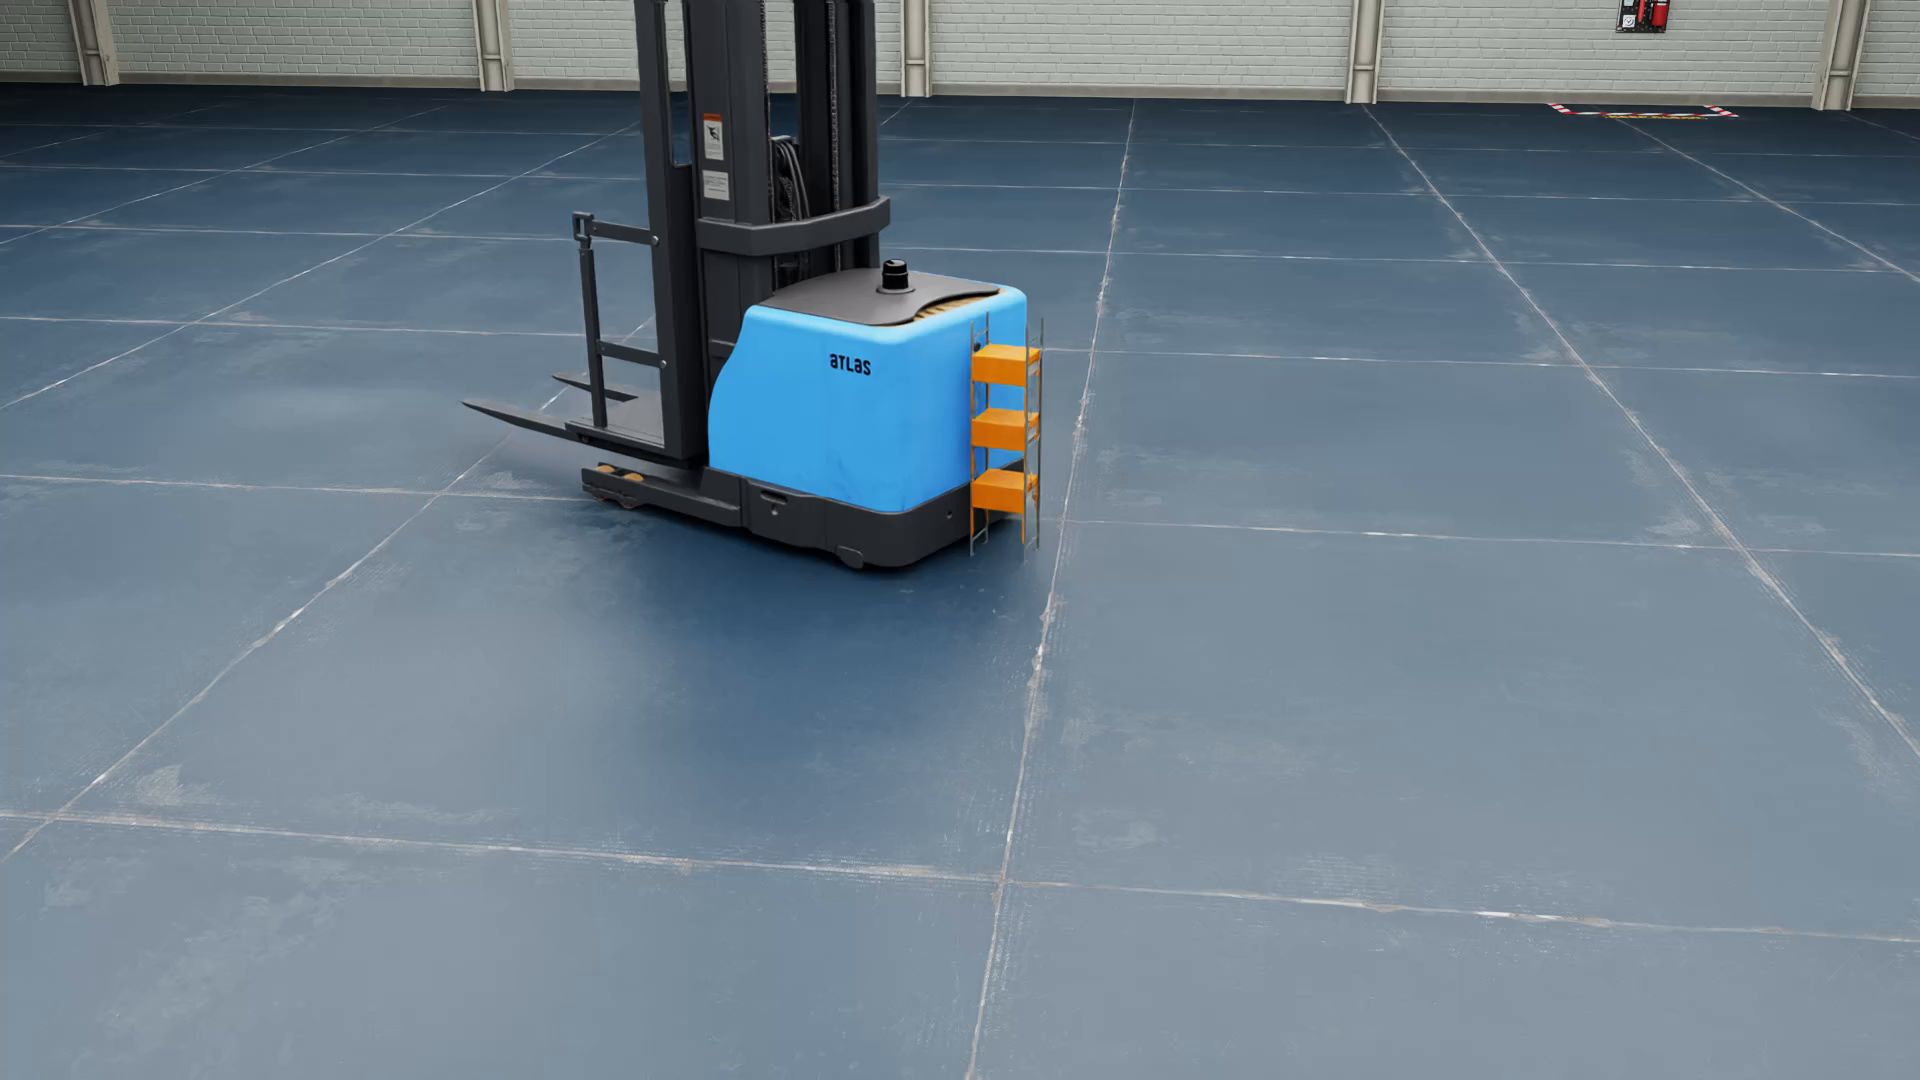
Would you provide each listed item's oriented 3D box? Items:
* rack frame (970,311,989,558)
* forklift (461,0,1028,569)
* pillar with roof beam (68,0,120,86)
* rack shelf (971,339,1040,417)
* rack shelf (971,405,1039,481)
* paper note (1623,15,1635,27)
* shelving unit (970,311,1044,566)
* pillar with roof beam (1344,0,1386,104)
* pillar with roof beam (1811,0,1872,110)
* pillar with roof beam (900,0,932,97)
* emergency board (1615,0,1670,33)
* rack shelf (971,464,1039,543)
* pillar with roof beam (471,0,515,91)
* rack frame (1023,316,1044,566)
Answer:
[{"bbox_3d":[0.084,-0.445,7.137,0.008,1.050,0.200,8,23,20],"label":"rack frame"},{"bbox_3d":[-1.181,-1.650,7.626,3.031,2.935,1.130,15,26,33],"label":"forklift"},{"bbox_3d":[-13.020,-9.262,18.628,0.400,9.000,9.100,2,22,6],"label":"pillar with roof beam"},{"bbox_3d":[0.197,-0.683,6.996,0.240,0.259,0.215,8,23,20],"label":"rack shelf"},{"bbox_3d":[0.197,-0.419,7.100,0.240,0.259,0.215,8,23,20],"label":"rack shelf"},{"bbox_3d":[8.703,-6.750,21.630,0.142,0.148,0.016,2,22,6],"label":"paper note"},{"bbox_3d":[0.197,-0.429,7.096,0.252,1.050,0.215,8,23,20],"label":"shelving unit"},{"bbox_3d":[4.855,-8.483,16.658,0.400,9.000,9.100,2,22,6],"label":"pillar with roof beam"},{"bbox_3d":[10.814,-8.224,16.001,0.400,9.000,9.100,2,22,6],"label":"pillar with roof beam"},{"bbox_3d":[-1.103,-8.743,17.314,0.400,9.000,9.100,2,22,6],"label":"pillar with roof beam"},{"bbox_3d":[8.871,-7.126,21.385,0.643,1.169,0.194,2,22,6],"label":"emergency board"},{"bbox_3d":[0.197,-0.160,7.202,0.240,0.259,0.215,8,23,20],"label":"rack shelf"},{"bbox_3d":[-7.061,-9.002,17.971,0.400,9.000,9.100,2,22,6],"label":"pillar with roof beam"},{"bbox_3d":[0.311,-0.412,7.055,0.008,1.050,0.200,8,23,20],"label":"rack frame"}]
